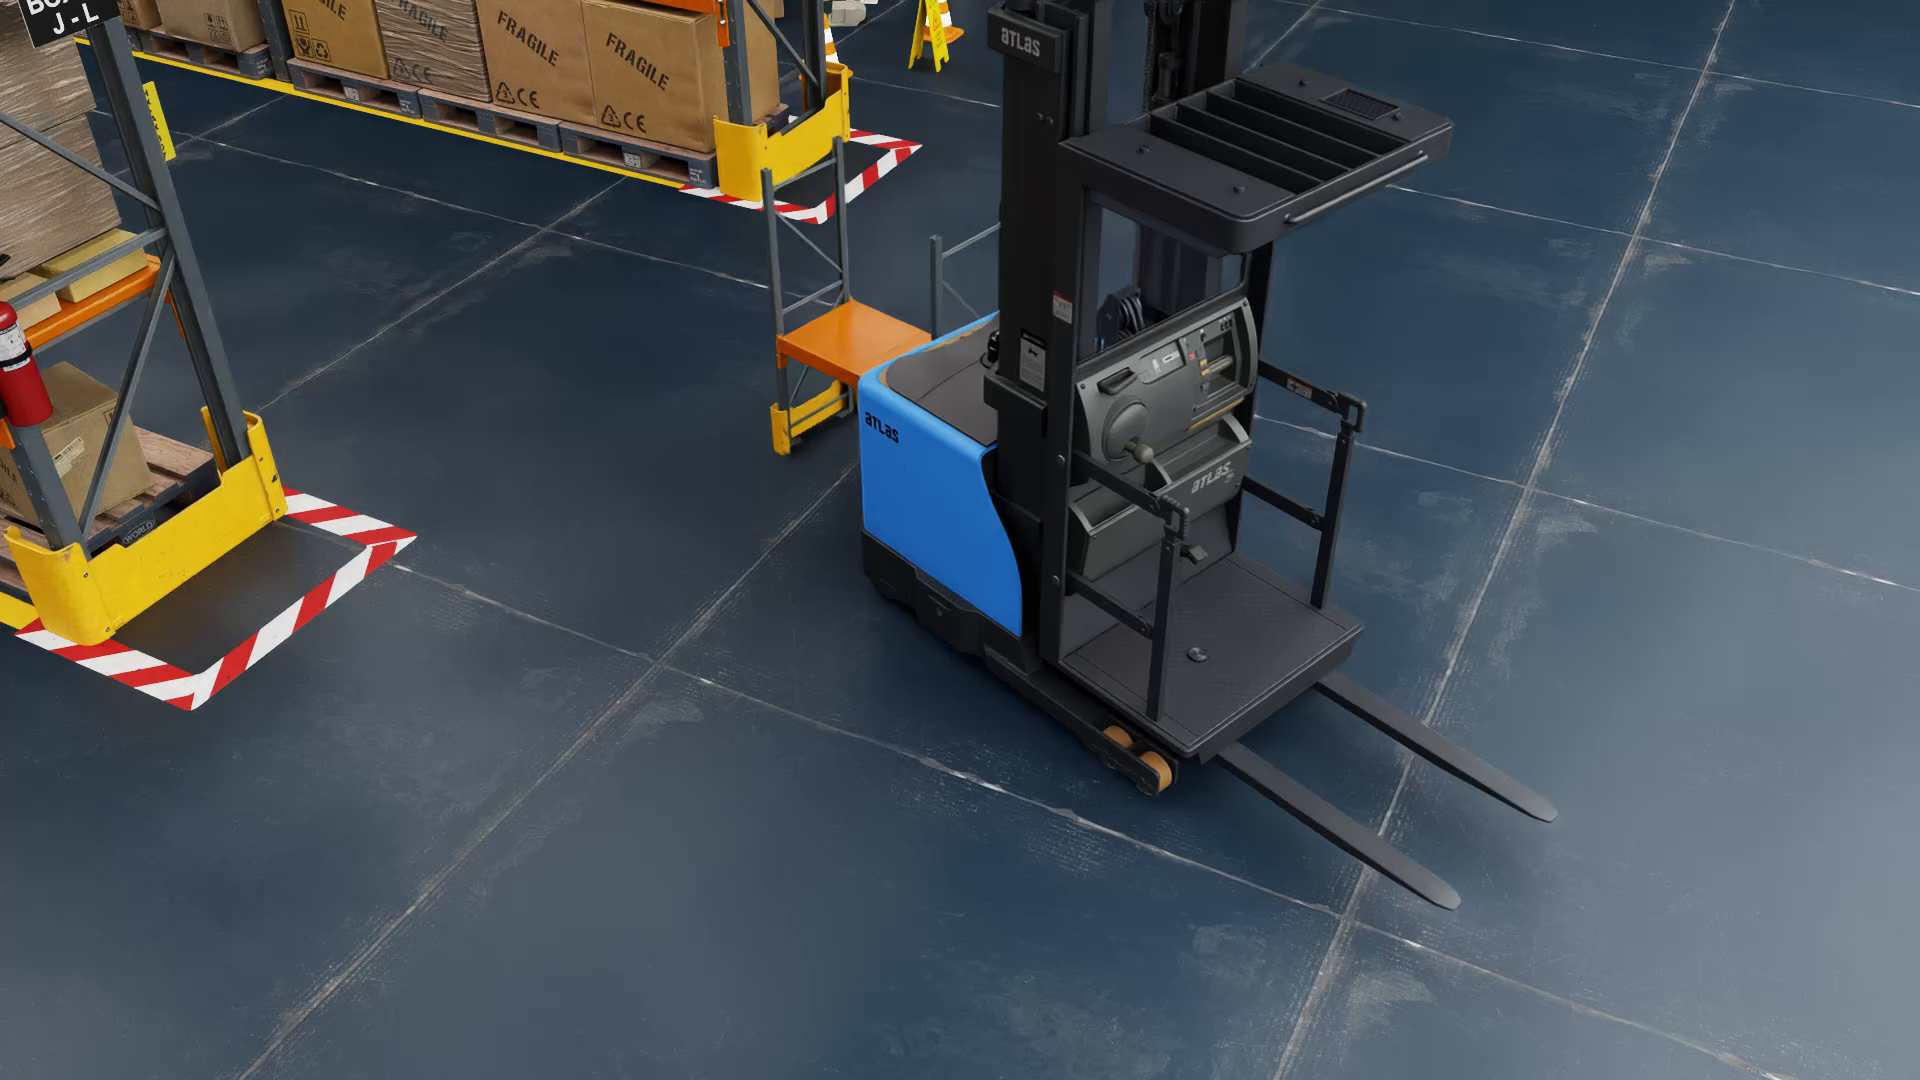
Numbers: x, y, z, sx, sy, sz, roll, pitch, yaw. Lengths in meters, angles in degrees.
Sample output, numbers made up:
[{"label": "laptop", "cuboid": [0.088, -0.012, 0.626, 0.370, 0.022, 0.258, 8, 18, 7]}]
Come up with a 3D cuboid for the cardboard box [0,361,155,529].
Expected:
[{"label": "cardboard box", "cuboid": [-4.087, -0.419, 7.541, 0.500, 0.500, 0.500, 25, 44, 29]}]

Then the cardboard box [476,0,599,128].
[{"label": "cardboard box", "cuboid": [-2.584, -3.417, 11.181, 0.875, 0.875, 0.875, 17, 40, 21]}]

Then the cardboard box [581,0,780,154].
[{"label": "cardboard box", "cuboid": [-1.802, -3.174, 10.860, 0.875, 0.875, 0.875, 18, 41, 22]}]

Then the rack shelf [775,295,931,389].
[{"label": "rack shelf", "cuboid": [-0.336, -0.827, 7.896, 1.000, 0.185, 0.538, 28, 45, 31]}]

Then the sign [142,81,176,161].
[{"label": "sign", "cuboid": [-3.291, -1.701, 6.794, 0.005, 0.325, 0.100, 17, 41, 21]}]

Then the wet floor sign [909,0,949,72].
[{"label": "wet floor sign", "cuboid": [-0.233, -3.817, 12.245, 0.232, 0.644, 0.267, 11, 38, 14]}]

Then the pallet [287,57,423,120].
[{"label": "pallet", "cuboid": [-4.082, -3.448, 12.118, 1.213, 0.211, 1.003, 17, 41, 21]}]

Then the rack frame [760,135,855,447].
[{"label": "rack frame", "cuboid": [-0.721, -1.171, 8.052, 0.032, 1.500, 0.500, 28, 45, 31]}]

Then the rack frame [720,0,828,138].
[{"label": "rack frame", "cuboid": [-1.169, -3.700, 10.143, 0.127, 3.000, 1.000, 17, 41, 21]}]

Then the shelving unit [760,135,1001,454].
[{"label": "shelving unit", "cuboid": [-0.343, -0.974, 7.792, 1.083, 1.500, 0.587, 28, 45, 31]}]

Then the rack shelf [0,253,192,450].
[{"label": "rack shelf", "cuboid": [-5.316, -1.335, 7.622, 4.000, 0.370, 1.077, 17, 41, 21]}]

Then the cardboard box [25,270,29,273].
[{"label": "cardboard box", "cuboid": [-3.897, -1.252, 7.126, 0.250, 0.149, 0.380, 17, 41, 21]}]

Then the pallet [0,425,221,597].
[{"label": "pallet", "cuboid": [-4.313, -0.220, 7.866, 1.213, 0.211, 1.003, 17, 41, 21]}]

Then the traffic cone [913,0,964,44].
[{"label": "traffic cone", "cuboid": [-0.166, -4.112, 12.784, 0.334, 0.463, 0.336, 17, 41, 21]}]

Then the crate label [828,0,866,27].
[{"label": "crate label", "cuboid": [-0.893, -4.167, 13.126, 0.298, 0.136, 0.250, -2, 37, -2]}]

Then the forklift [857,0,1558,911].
[{"label": "forklift", "cuboid": [0.920, -0.532, 6.026, 1.130, 2.935, 3.031, -29, 46, -32]}]

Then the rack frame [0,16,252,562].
[{"label": "rack frame", "cuboid": [-3.540, -1.065, 6.672, 0.127, 3.000, 1.000, 17, 41, 21]}]

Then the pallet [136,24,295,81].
[{"label": "pallet", "cuboid": [-5.441, -3.875, 12.681, 1.213, 0.211, 1.003, 17, 41, 21]}]

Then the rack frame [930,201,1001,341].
[{"label": "rack frame", "cuboid": [0.048, -0.769, 7.523, 0.032, 1.500, 0.500, 28, 45, 31]}]

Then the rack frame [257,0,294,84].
[{"label": "rack frame", "cuboid": [-4.721, -4.812, 11.608, 0.127, 3.000, 1.000, 17, 41, 21]}]

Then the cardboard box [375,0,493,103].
[{"label": "cardboard box", "cuboid": [-3.393, -3.672, 11.517, 0.875, 0.875, 0.875, 18, 41, 22]}]

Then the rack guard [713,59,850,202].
[{"label": "rack guard", "cuboid": [-1.148, -2.698, 10.890, 0.348, 0.500, 1.175, 17, 41, 21]}]

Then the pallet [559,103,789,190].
[{"label": "pallet", "cuboid": [-1.915, -2.769, 11.224, 1.213, 0.211, 1.003, 17, 41, 21]}]

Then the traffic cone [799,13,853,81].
[{"label": "traffic cone", "cuboid": [-0.988, -3.599, 12.109, 0.334, 0.463, 0.336, 17, 41, 21]}]

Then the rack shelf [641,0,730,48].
[{"label": "rack shelf", "cuboid": [-2.945, -3.969, 11.093, 4.000, 0.370, 1.077, 17, 41, 21]}]

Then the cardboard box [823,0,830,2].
[{"label": "cardboard box", "cuboid": [-1.075, -4.530, 13.594, 0.380, 0.149, 0.250, -21, 42, -25]}]

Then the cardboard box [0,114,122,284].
[{"label": "cardboard box", "cuboid": [-4.016, -1.391, 6.773, 0.500, 0.500, 0.875, 17, 41, 21]}]

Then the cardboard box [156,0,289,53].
[{"label": "cardboard box", "cuboid": [-5.314, -4.208, 12.325, 0.750, 0.750, 1.050, 17, 40, 21]}]

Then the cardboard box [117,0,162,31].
[{"label": "cardboard box", "cuboid": [-6.169, -4.478, 12.681, 0.750, 0.750, 1.050, 17, 41, 21]}]

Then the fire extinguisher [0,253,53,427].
[{"label": "fire extinguisher", "cuboid": [-3.650, -0.755, 6.328, 0.183, 0.674, 0.296, 17, 41, 21]}]

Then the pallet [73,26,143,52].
[{"label": "pallet", "cuboid": [-6.529, -4.214, 13.127, 1.213, 0.211, 1.003, 17, 41, 21]}]

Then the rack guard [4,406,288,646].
[{"label": "rack guard", "cuboid": [-3.608, -0.090, 7.456, 0.348, 0.500, 1.175, 17, 41, 21]}]

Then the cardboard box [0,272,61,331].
[{"label": "cardboard box", "cuboid": [-3.888, -0.933, 6.706, 0.250, 0.149, 0.380, 17, 41, 21]}]

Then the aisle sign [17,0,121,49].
[{"label": "aisle sign", "cuboid": [-3.347, -2.244, 6.076, 0.004, 0.787, 0.394, 17, 41, 21]}]

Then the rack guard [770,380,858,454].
[{"label": "rack guard", "cuboid": [-0.720, -0.673, 8.430, 0.087, 0.250, 0.587, 28, 45, 31]}]

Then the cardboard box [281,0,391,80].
[{"label": "cardboard box", "cuboid": [-4.195, -3.921, 11.844, 0.875, 0.875, 0.875, 18, 41, 22]}]

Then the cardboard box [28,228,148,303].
[{"label": "cardboard box", "cuboid": [-3.684, -1.172, 7.021, 0.250, 0.149, 0.380, 17, 41, 21]}]

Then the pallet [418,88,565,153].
[{"label": "pallet", "cuboid": [-2.995, -3.109, 11.672, 1.213, 0.211, 1.003, 17, 41, 21]}]

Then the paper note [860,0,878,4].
[{"label": "paper note", "cuboid": [-0.737, -4.397, 13.517, 0.142, 0.019, 0.148, 4, 37, 6]}]

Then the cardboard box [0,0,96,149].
[{"label": "cardboard box", "cuboid": [-3.903, -1.921, 6.644, 0.500, 0.500, 0.500, 17, 41, 21]}]

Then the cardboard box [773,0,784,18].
[{"label": "cardboard box", "cuboid": [-1.707, -4.520, 13.289, 0.637, 0.503, 0.797, -8, 38, -10]}]
